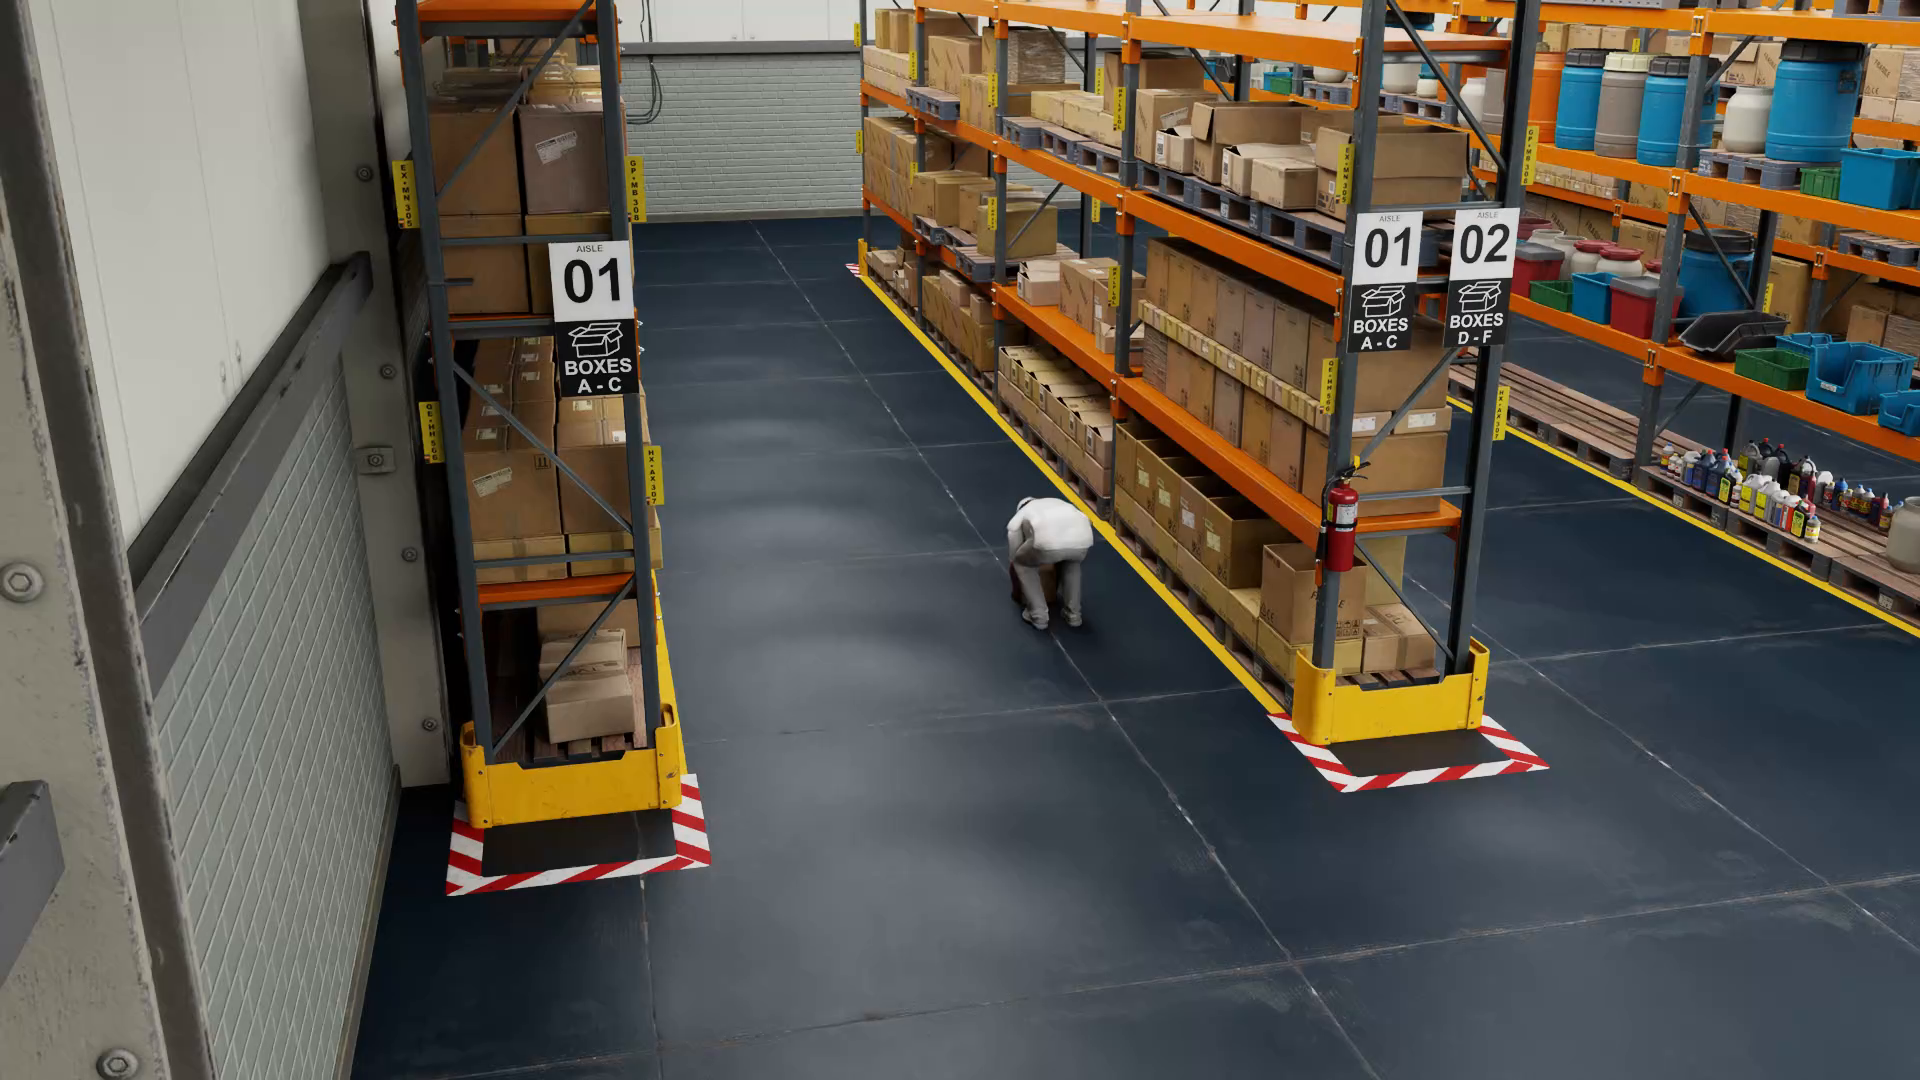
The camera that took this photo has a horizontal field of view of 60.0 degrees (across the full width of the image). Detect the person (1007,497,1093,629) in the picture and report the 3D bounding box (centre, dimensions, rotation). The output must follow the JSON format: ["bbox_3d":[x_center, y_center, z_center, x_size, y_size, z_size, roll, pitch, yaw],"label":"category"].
[{"bbox_3d":[0.622,0.120,12.034,0.512,0.897,0.978,-5,20,-15],"label":"person"}]
